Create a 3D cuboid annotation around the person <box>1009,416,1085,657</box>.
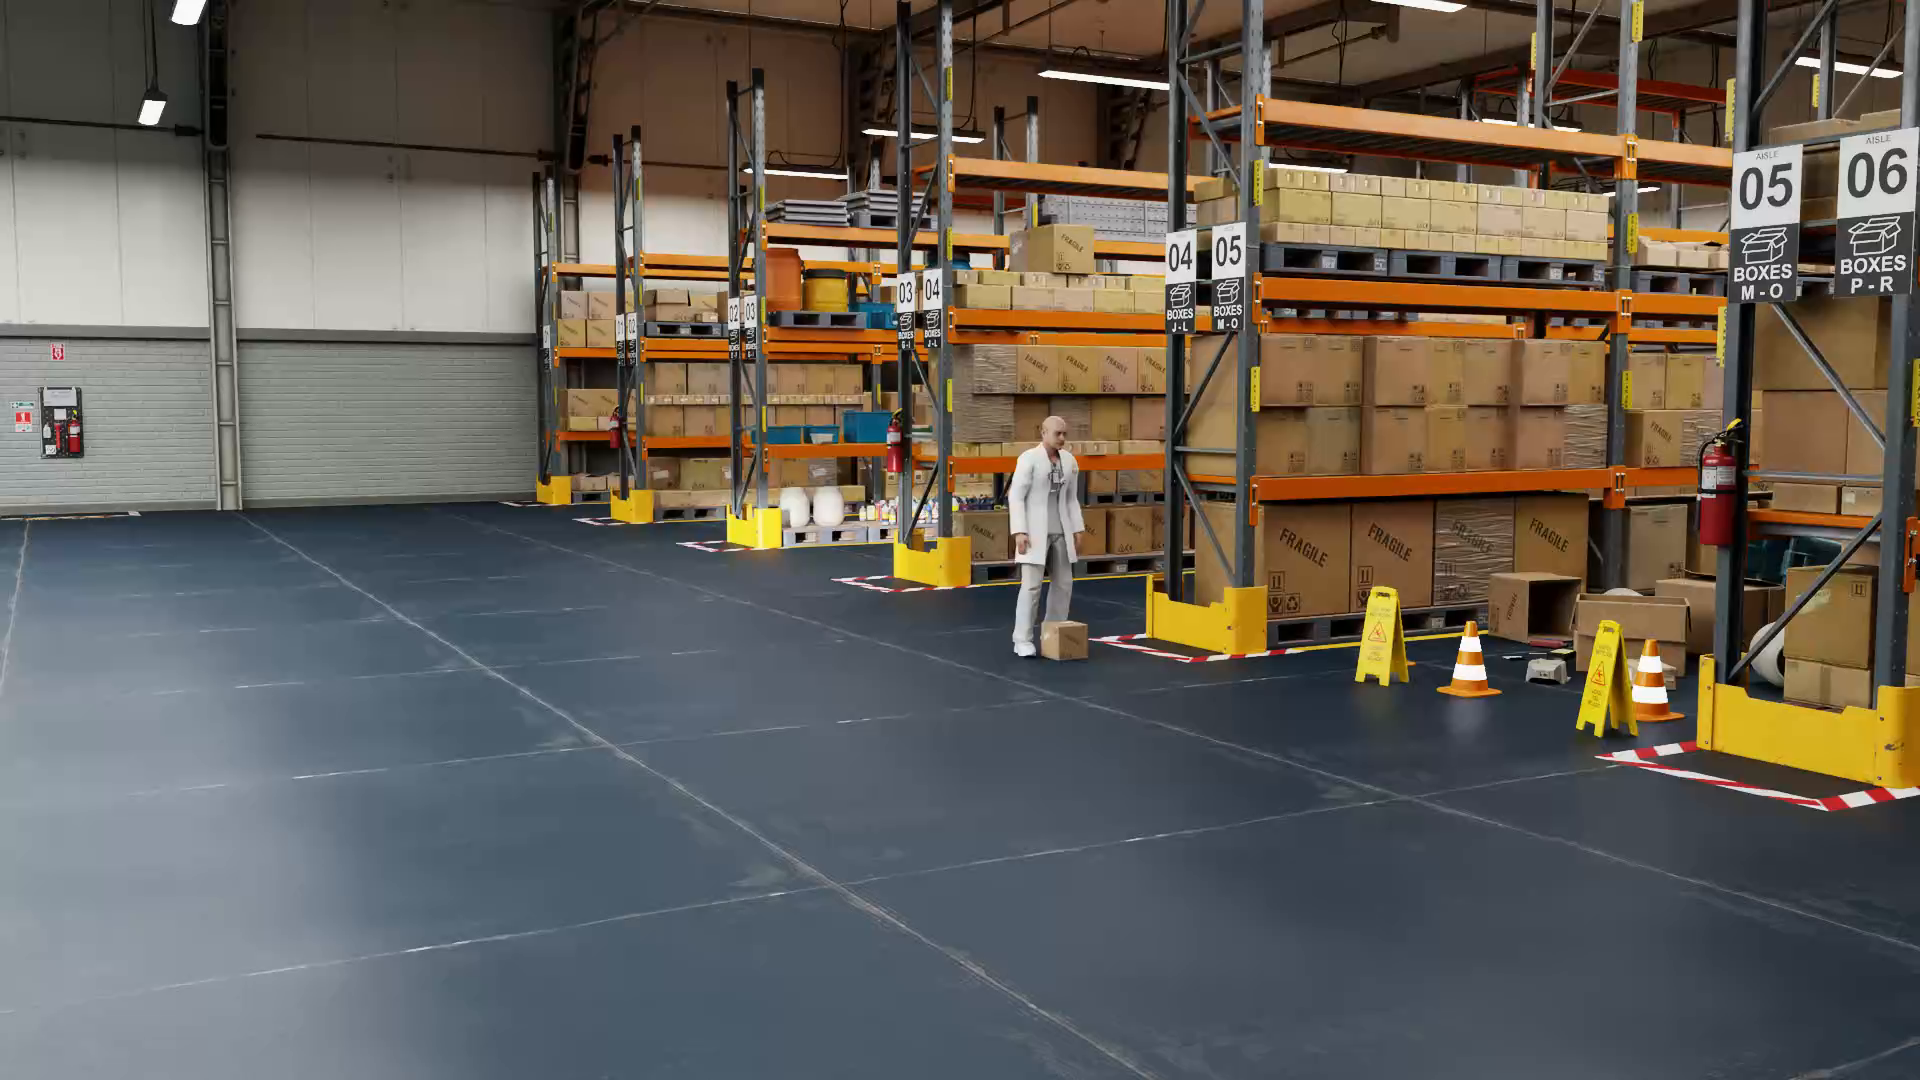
[{"bbox_3d":[0.657,-0.038,12.420,0.653,1.774,0.422,-3,6,-32],"label":"person"}]
